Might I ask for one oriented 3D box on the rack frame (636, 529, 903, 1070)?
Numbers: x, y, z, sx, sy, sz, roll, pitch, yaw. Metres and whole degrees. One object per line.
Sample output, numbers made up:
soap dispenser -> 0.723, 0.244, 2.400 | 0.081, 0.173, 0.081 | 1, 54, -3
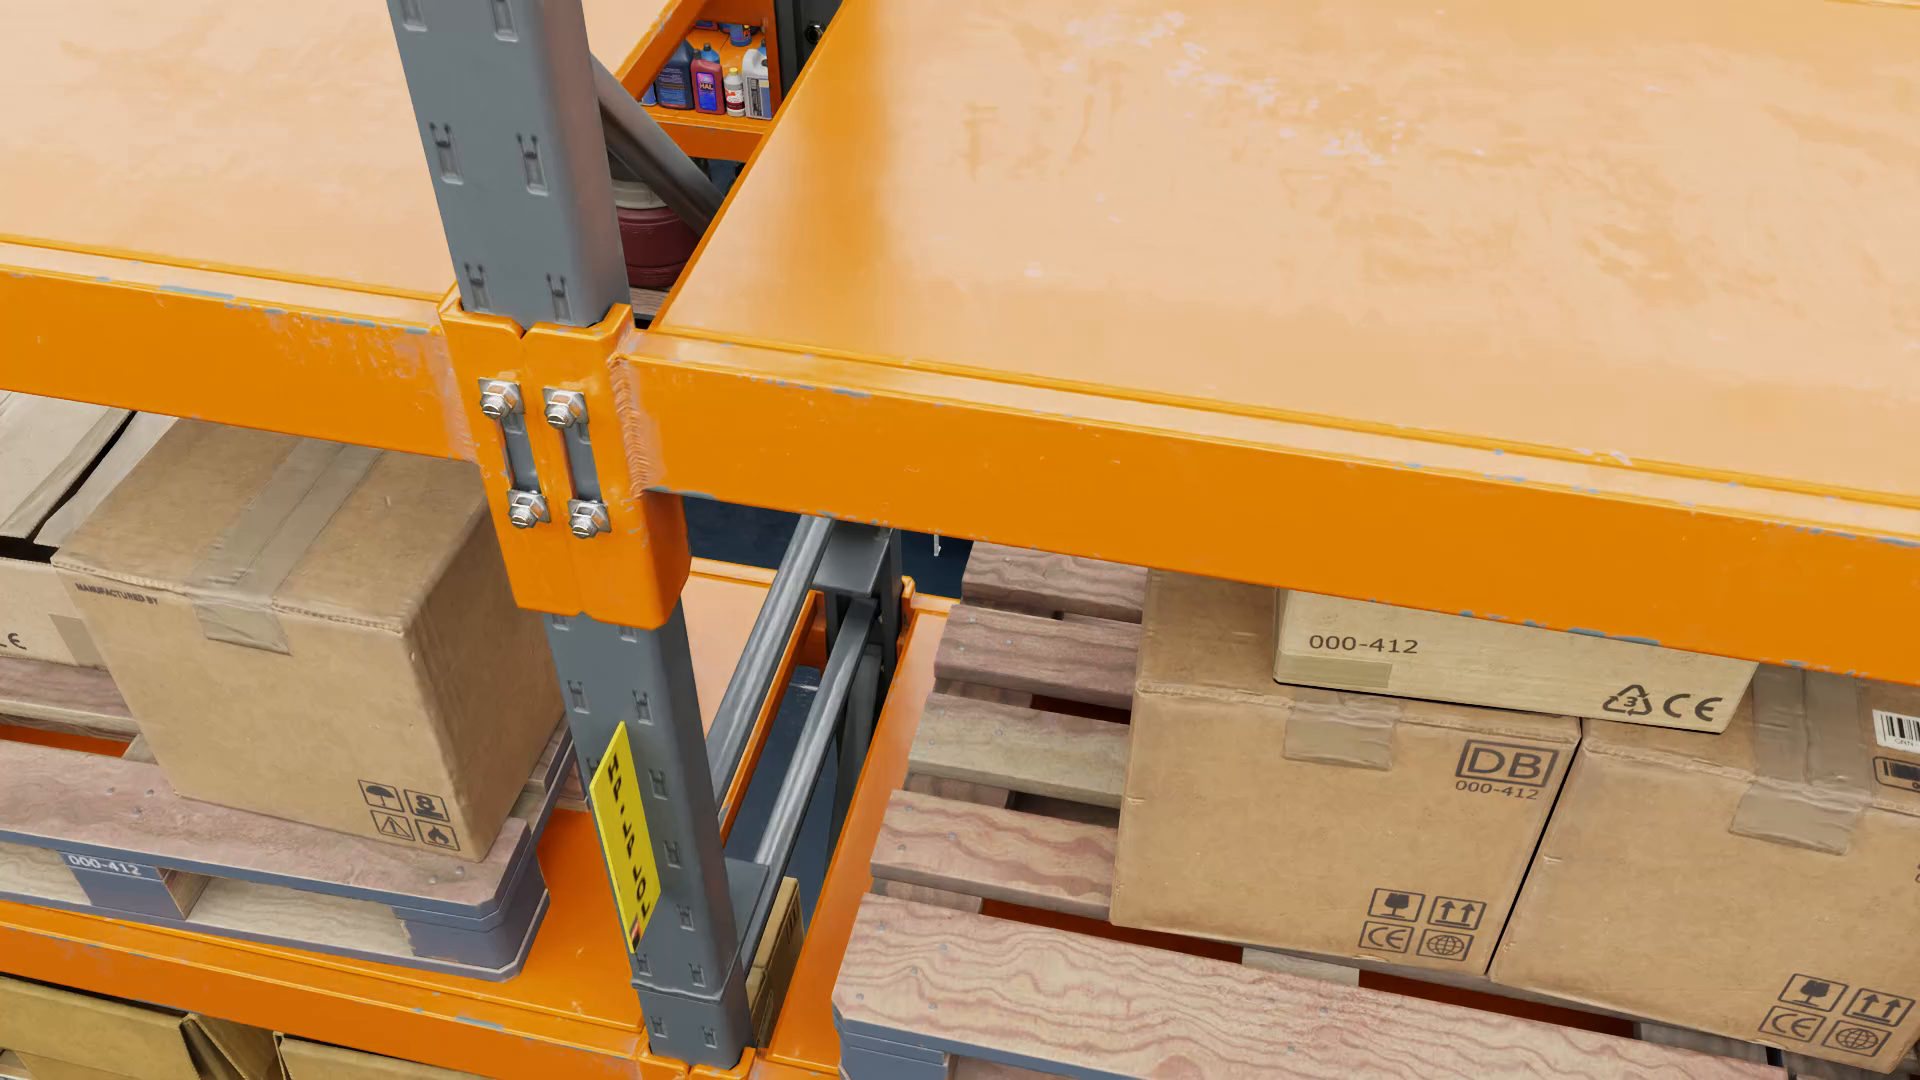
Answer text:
rack frame -> -0.274, 1.359, 3.635 | 0.127, 3.000, 1.000 | 9, 45, 9

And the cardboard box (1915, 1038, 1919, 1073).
cardboard box -> 1.506, 0.393, 2.029 | 0.500, 0.500, 0.700 | 11, 45, 11

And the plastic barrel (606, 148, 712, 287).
plastic barrel -> -1.513, -1.647, 8.195 | 0.708, 0.588, 0.600 | 9, 45, 9

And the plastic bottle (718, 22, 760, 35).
plastic bottle -> -1.036, -2.535, 7.716 | 0.185, 0.351, 0.144 | 9, 45, 9

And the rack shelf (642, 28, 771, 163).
rack shelf -> -1.144, -2.036, 7.682 | 4.000, 0.370, 1.077 | 9, 45, 9

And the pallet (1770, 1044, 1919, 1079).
pallet -> 1.709, 0.628, 2.296 | 1.213, 0.211, 1.003 | 9, 45, 9

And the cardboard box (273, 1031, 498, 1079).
cardboard box -> -0.899, 0.871, 3.347 | 0.637, 0.503, 0.797 | 8, 44, 8

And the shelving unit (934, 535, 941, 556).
shelving unit -> 0.162, -0.407, 6.768 | 0.503, 1.200, 0.258 | 9, 45, 9

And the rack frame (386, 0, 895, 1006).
rack frame -> -0.274, -0.802, 1.555 | 0.127, 3.000, 1.000 | 9, 45, 9

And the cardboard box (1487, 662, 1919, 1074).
cardboard box -> 1.027, 0.217, 2.211 | 0.500, 0.500, 0.700 | 11, 45, 11

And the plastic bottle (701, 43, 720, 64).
plastic bottle -> -1.090, -2.035, 7.254 | 0.097, 0.271, 0.097 | 0, 44, 0

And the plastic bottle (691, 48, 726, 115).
plastic bottle -> -1.090, -1.983, 7.191 | 0.133, 0.283, 0.061 | 9, 45, 9

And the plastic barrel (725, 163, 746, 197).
plastic barrel -> -0.942, -1.595, 8.195 | 0.421, 0.512, 0.421 | 0, 44, 0

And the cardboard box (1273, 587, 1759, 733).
cardboard box -> 0.642, -0.068, 1.967 | 0.500, 0.250, 0.500 | 6, 44, 6

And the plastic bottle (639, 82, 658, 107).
plastic bottle -> -1.391, -2.059, 7.276 | 0.135, 0.276, 0.152 | 9, 45, 9

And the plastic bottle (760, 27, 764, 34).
plastic bottle -> -0.893, -2.500, 7.738 | 0.097, 0.271, 0.097 | 0, 44, 0

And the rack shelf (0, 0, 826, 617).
rack shelf -> -2.226, -0.702, 2.257 | 4.000, 0.370, 1.077 | 9, 45, 9

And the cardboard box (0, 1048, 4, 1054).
cardboard box -> -2.176, 0.675, 3.550 | 0.637, 0.503, 0.797 | 10, 45, 10

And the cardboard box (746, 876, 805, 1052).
cardboard box -> -0.668, 1.084, 3.848 | 0.500, 0.500, 0.500 | 9, 45, 9

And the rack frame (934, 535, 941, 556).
rack frame -> -0.077, -0.444, 6.806 | 0.015, 1.200, 0.240 | 9, 45, 9

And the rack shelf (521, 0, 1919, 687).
rack shelf -> 1.678, -0.096, 1.628 | 4.000, 0.370, 1.077 | 9, 45, 9

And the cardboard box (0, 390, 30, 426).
cardboard box -> -1.694, -0.109, 2.876 | 0.250, 0.149, 0.380 | 7, 44, 7

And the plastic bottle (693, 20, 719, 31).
plastic bottle -> -1.195, -2.521, 7.751 | 0.133, 0.283, 0.061 | 9, 45, 9

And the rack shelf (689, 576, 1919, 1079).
rack shelf -> 1.678, 0.840, 2.530 | 4.000, 0.370, 1.077 | 9, 45, 9

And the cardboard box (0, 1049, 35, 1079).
cardboard box -> -1.783, 1.283, 3.642 | 0.500, 0.500, 0.500 | 8, 45, 9

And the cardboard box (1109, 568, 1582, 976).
cardboard box -> 0.503, 0.133, 2.299 | 0.500, 0.500, 0.700 | 6, 44, 7

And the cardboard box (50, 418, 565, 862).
cardboard box -> -0.842, 0.010, 2.499 | 0.500, 0.500, 0.700 | 10, 45, 10

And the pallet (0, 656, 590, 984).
pallet -> -1.179, 0.242, 2.771 | 1.217, 0.209, 0.805 | 7, 44, 7

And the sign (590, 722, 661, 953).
sign -> -0.383, 0.347, 1.923 | 0.005, 0.325, 0.100 | 9, 45, 9

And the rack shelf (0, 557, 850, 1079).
rack shelf -> -2.226, 0.235, 3.159 | 4.000, 0.370, 1.077 | 9, 45, 9

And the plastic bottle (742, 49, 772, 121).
plastic bottle -> -0.854, -1.976, 7.190 | 0.135, 0.276, 0.152 | 9, 45, 9

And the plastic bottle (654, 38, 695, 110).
plastic bottle -> -1.236, -2.060, 7.222 | 0.185, 0.351, 0.144 | 9, 45, 9

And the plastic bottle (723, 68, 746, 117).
plastic bottle -> -0.973, -1.948, 7.214 | 0.097, 0.201, 0.097 | 0, 44, 0

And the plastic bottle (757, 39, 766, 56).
plastic bottle -> -0.845, -2.062, 7.282 | 0.097, 0.271, 0.097 | 0, 44, 0

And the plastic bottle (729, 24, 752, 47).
plastic bottle -> -1.020, -2.418, 7.652 | 0.097, 0.271, 0.097 | 0, 44, 0

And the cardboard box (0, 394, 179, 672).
cardboard box -> -1.325, -0.068, 2.716 | 0.500, 0.311, 0.500 | 7, 44, 8

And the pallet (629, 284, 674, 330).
pallet -> -1.131, -1.316, 8.425 | 1.213, 0.211, 1.003 | 9, 45, 9

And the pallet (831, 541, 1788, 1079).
pallet -> 0.522, 0.441, 2.489 | 1.213, 0.211, 1.003 | 9, 45, 9

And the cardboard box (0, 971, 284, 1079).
cardboard box -> -1.566, 0.759, 3.463 | 0.637, 0.503, 0.797 | 9, 45, 10
